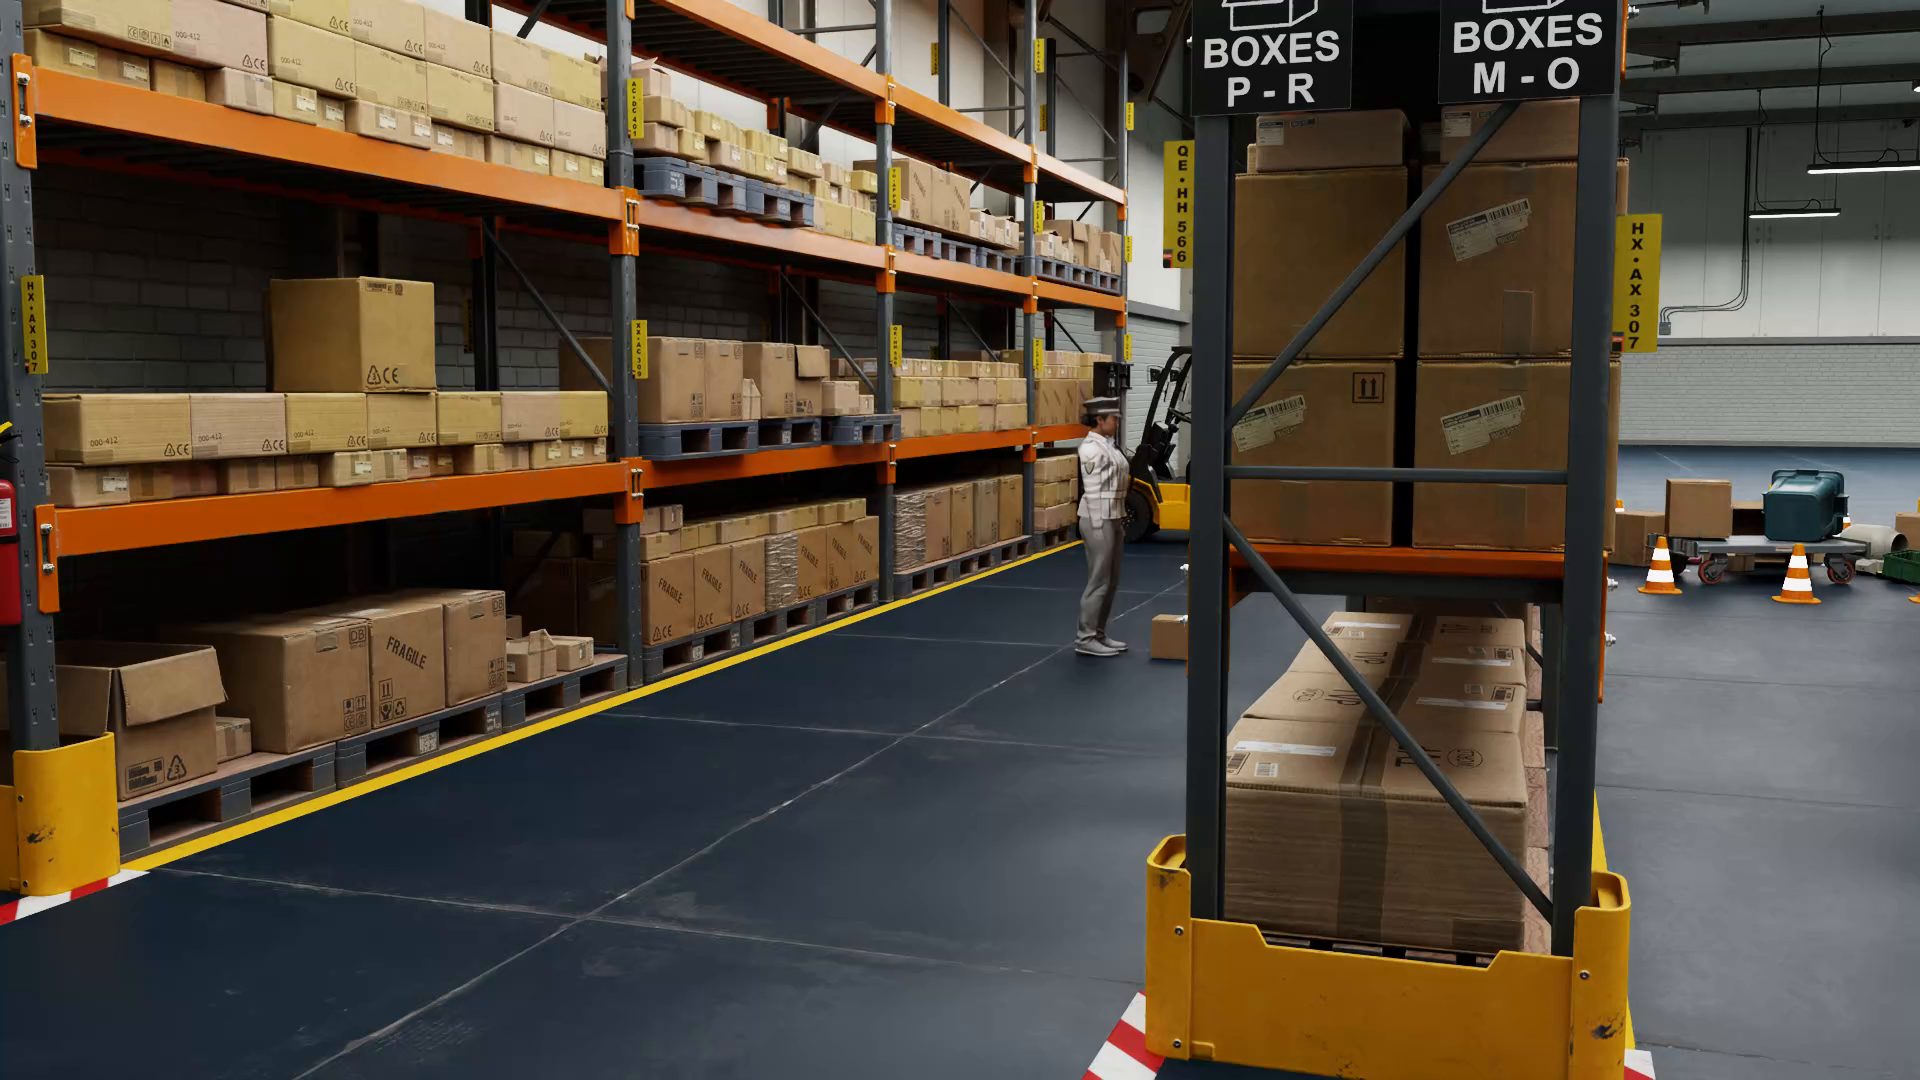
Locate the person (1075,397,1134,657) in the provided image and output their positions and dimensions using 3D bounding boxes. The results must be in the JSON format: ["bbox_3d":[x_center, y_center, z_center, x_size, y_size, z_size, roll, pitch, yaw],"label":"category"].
[{"bbox_3d":[0.935,-0.092,10.761,0.329,1.664,0.468,2,6,20],"label":"person"}]
